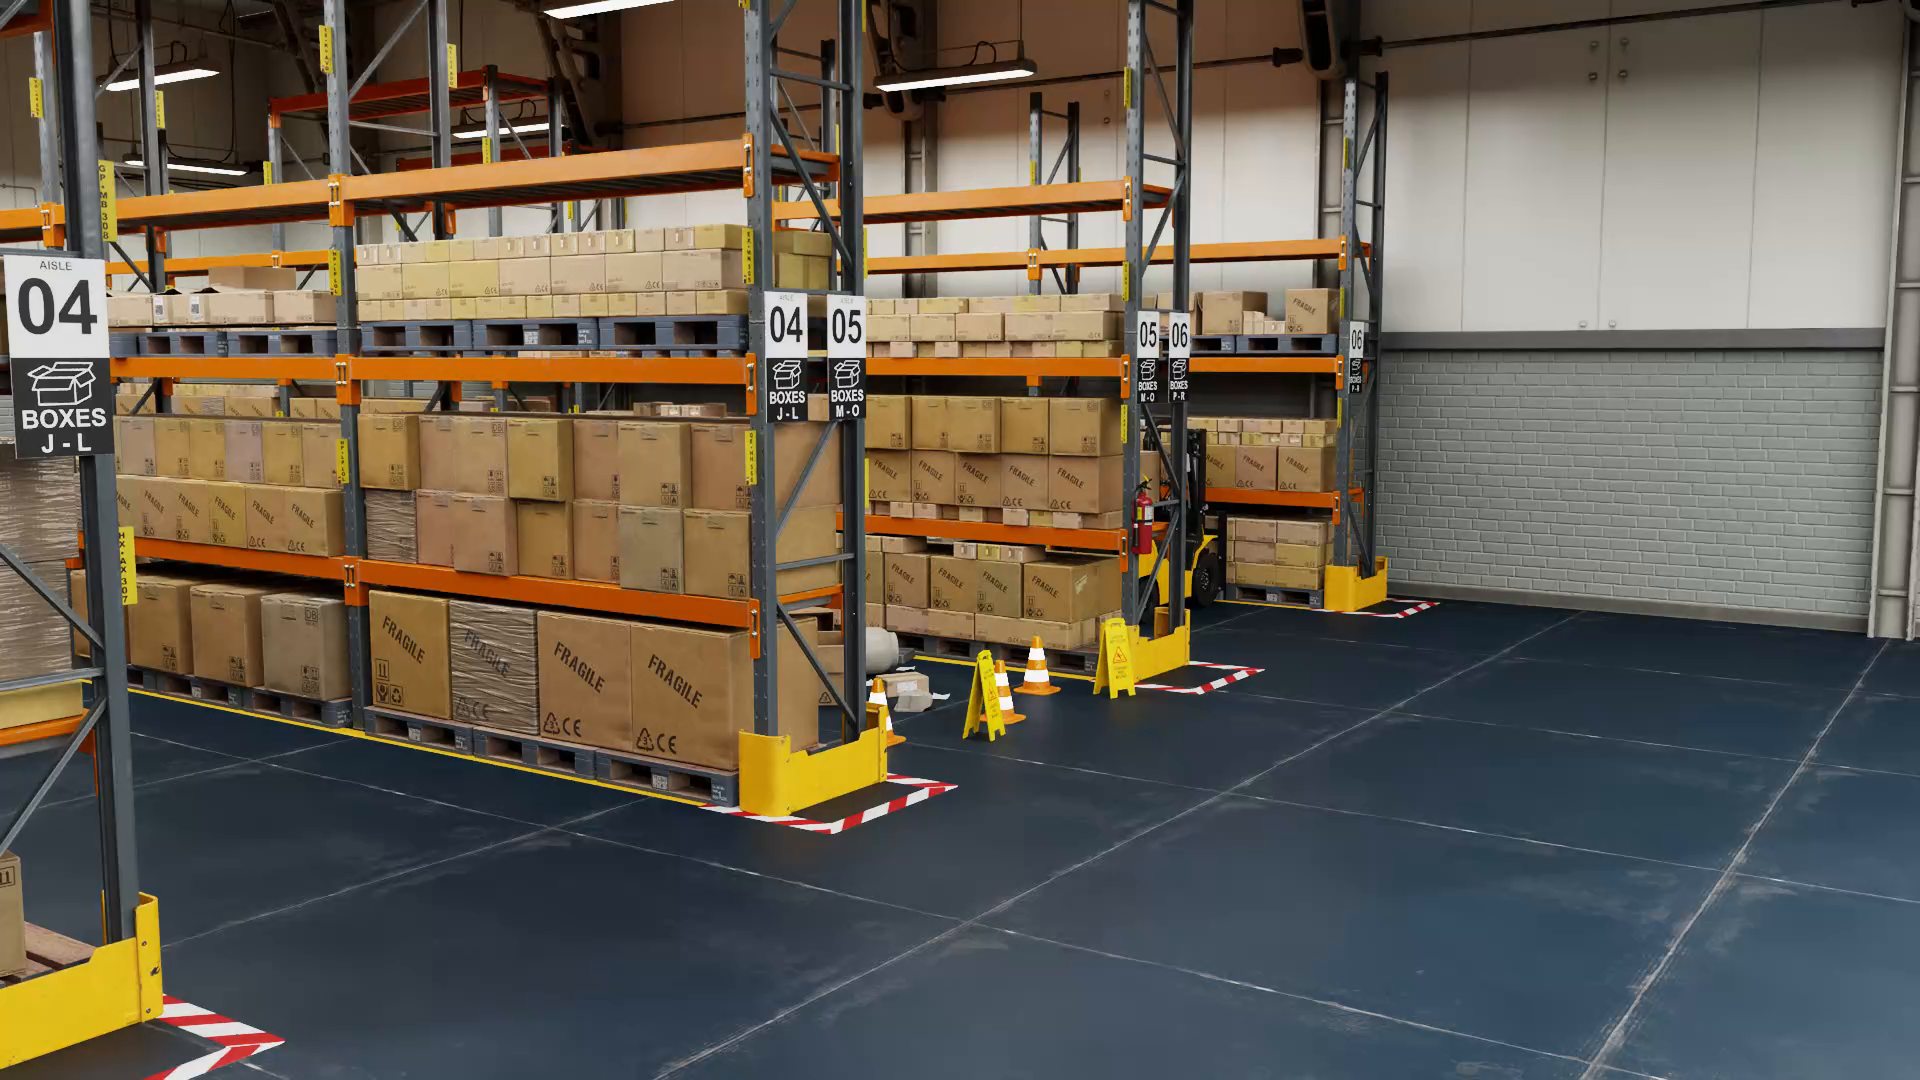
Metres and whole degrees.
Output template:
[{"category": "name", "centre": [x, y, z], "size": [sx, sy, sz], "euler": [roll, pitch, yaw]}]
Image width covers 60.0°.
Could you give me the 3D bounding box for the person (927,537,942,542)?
[{"category": "person", "centre": [-0.402, -0.053, 18.057], "size": [0.460, 1.772, 0.580], "euler": [4, 7, 30]}]
